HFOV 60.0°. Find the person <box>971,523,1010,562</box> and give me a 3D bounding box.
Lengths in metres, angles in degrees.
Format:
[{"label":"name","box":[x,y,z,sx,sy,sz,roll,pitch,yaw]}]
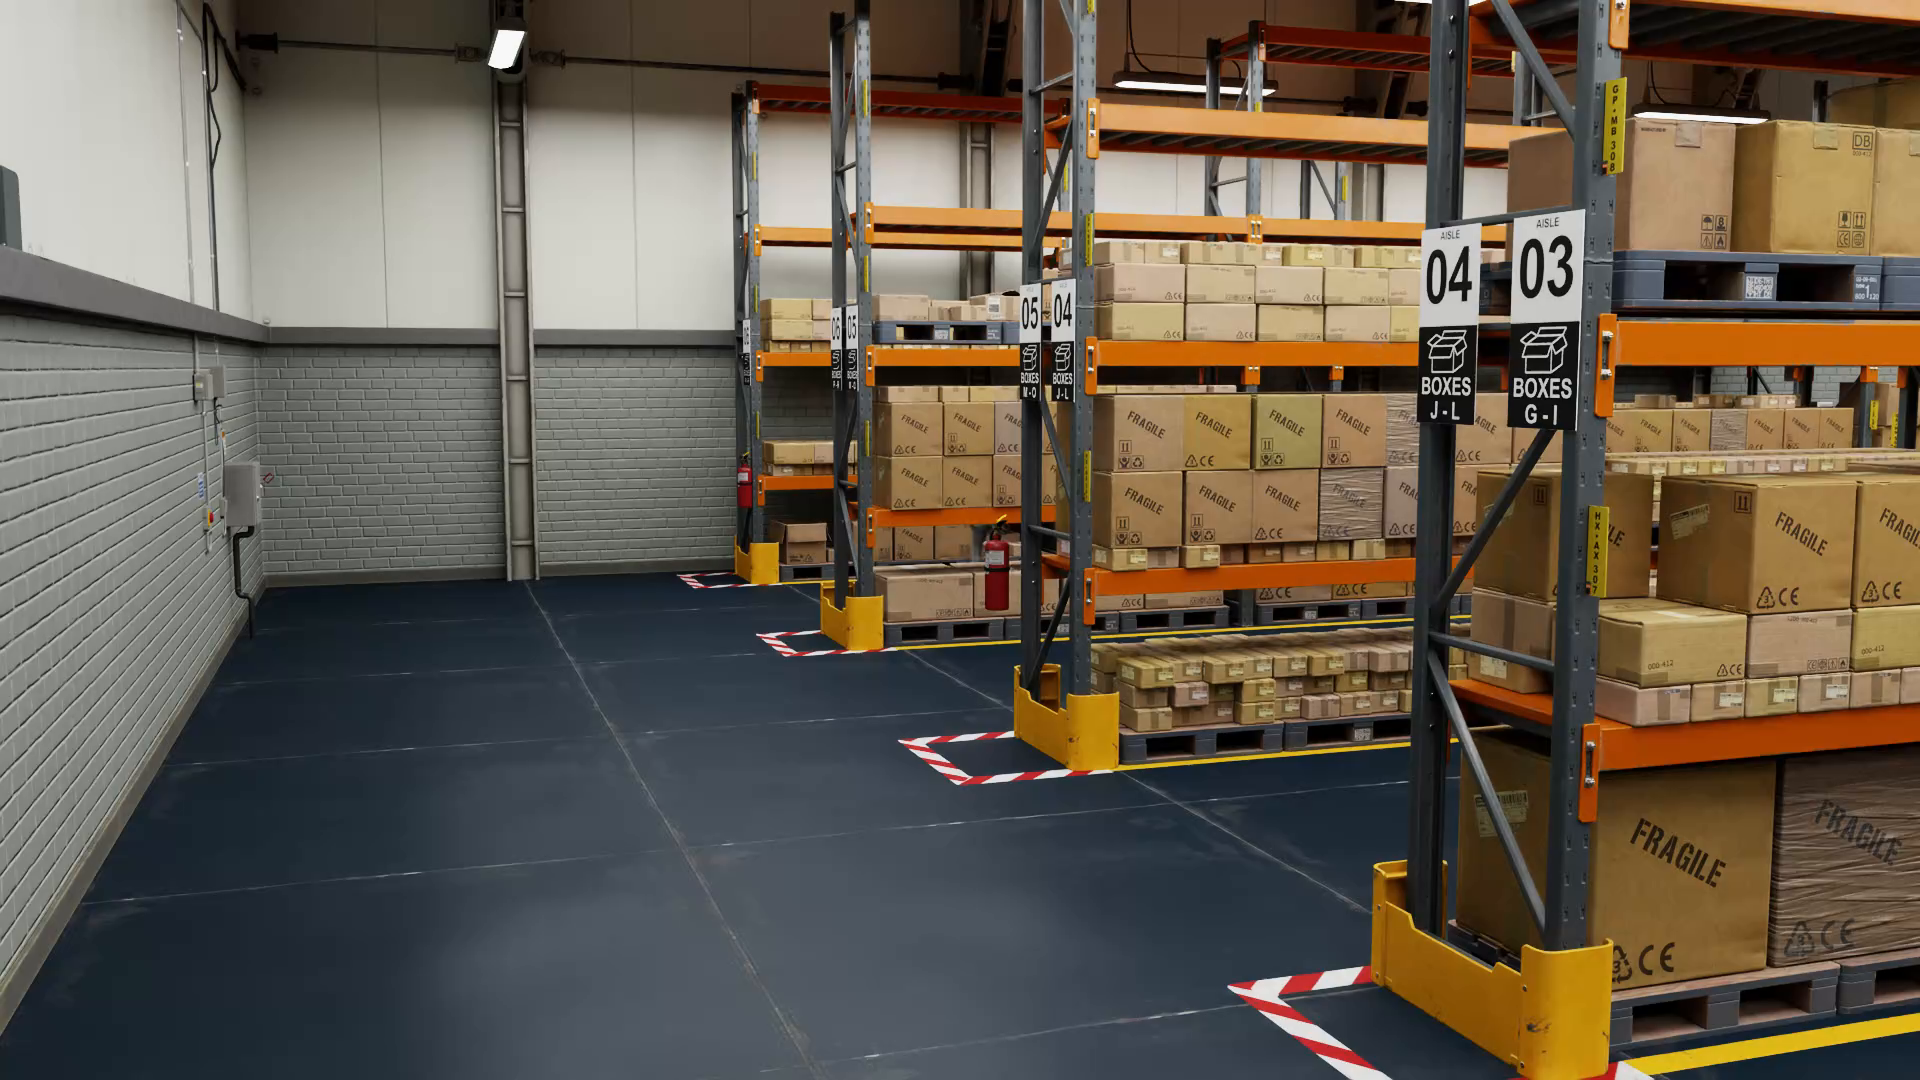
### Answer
[{"label":"person","box":[0.343,-0.181,19.559,0.518,1.592,0.538,0,6,-3]}]
